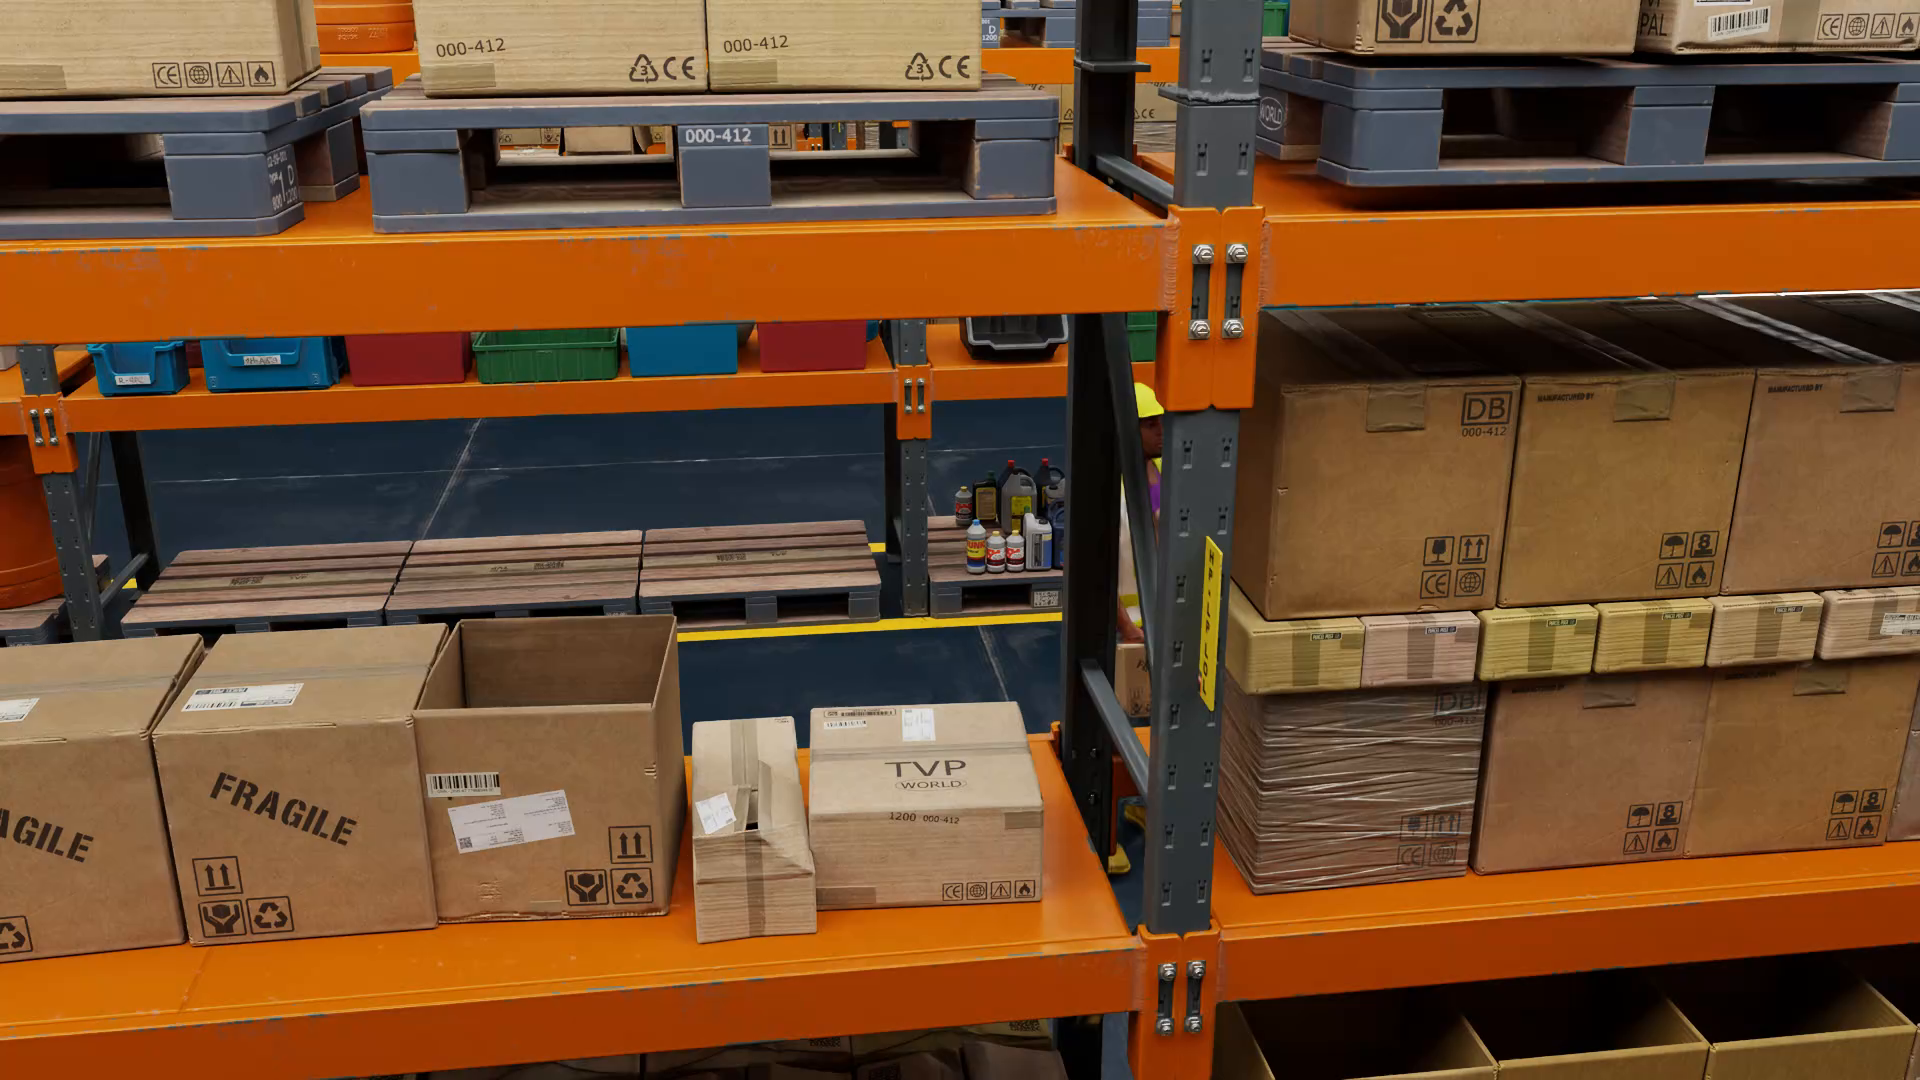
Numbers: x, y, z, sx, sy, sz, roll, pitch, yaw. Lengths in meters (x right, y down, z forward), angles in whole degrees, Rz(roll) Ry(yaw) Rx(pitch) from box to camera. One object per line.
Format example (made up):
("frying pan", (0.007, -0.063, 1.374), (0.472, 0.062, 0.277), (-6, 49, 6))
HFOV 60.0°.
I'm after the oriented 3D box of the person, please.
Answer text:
("person", (0.668, 0.307, 6.154), (0.605, 1.772, 0.493), (-15, 25, -36))
